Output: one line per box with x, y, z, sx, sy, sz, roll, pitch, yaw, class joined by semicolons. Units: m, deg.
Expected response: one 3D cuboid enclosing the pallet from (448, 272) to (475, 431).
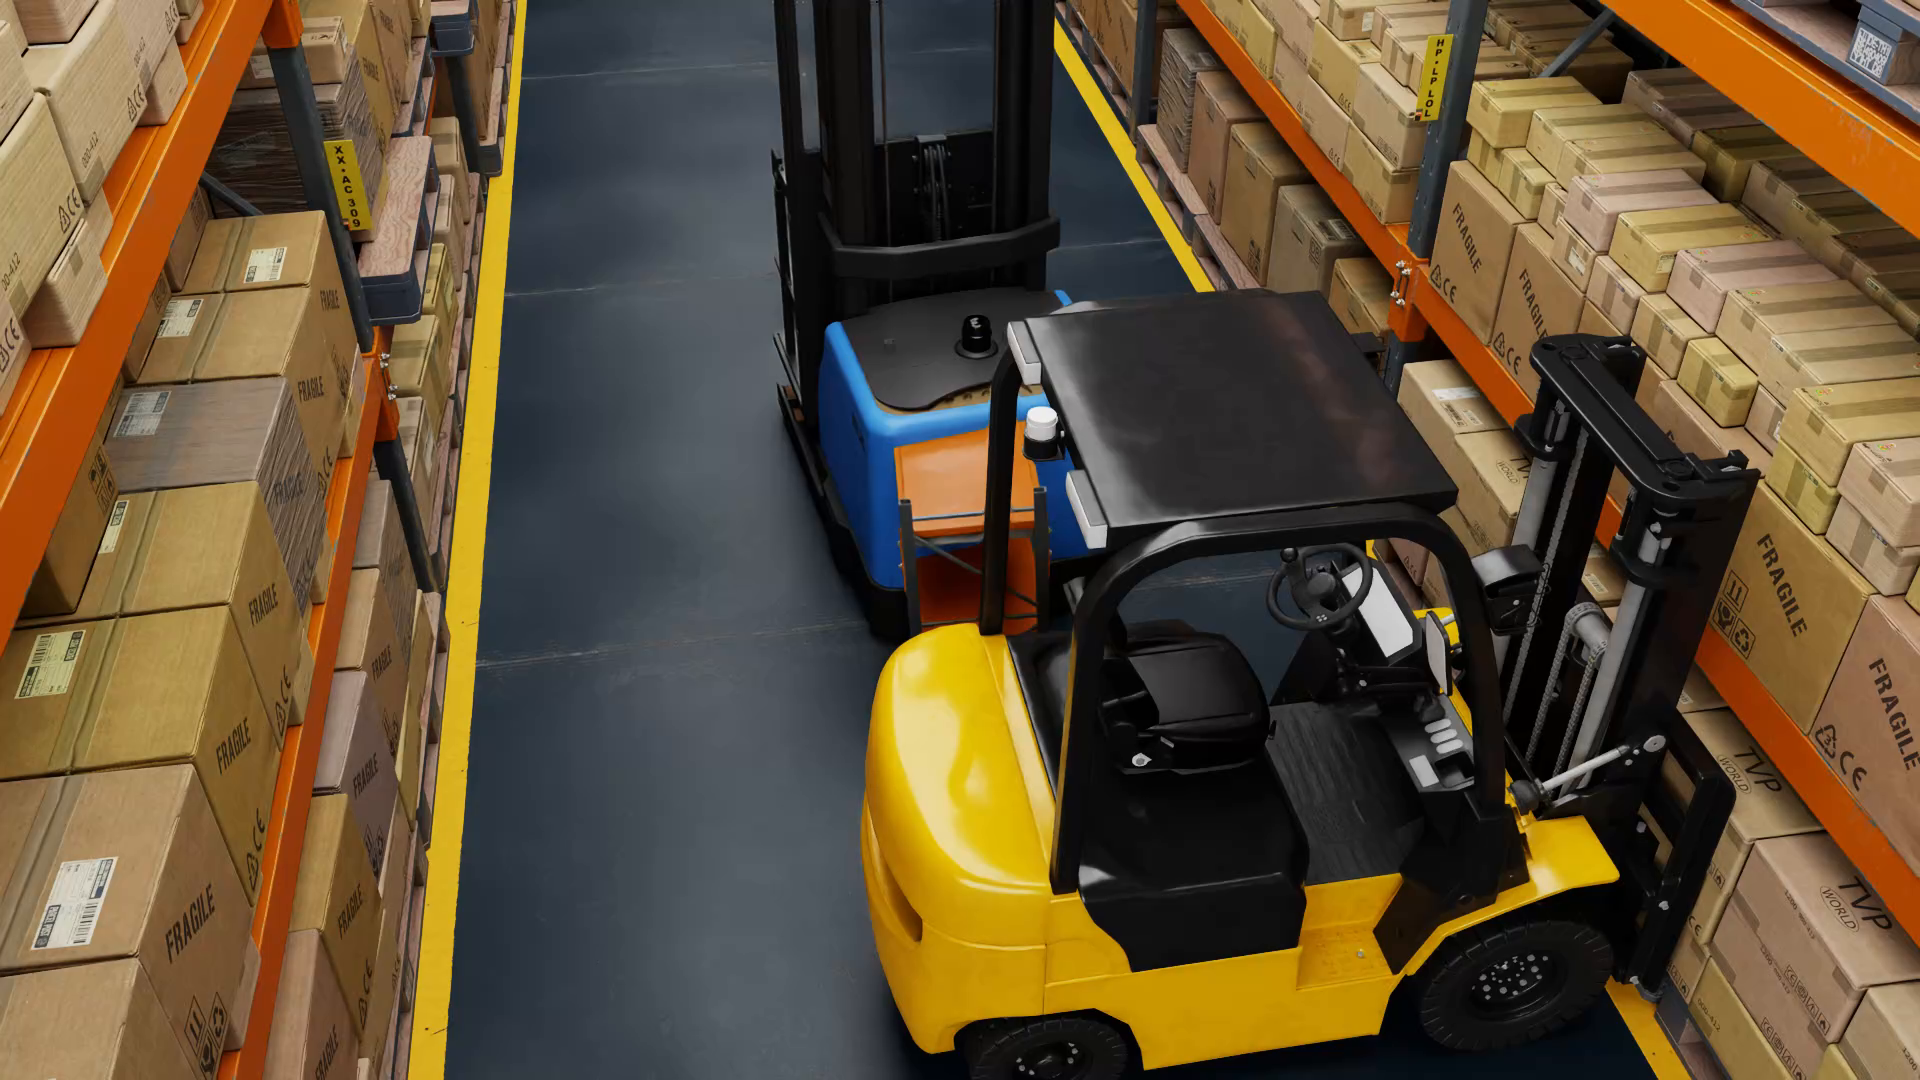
-2.967;-0.904;8.242;1.003;0.211;1.213;-6;38;-8;pallet

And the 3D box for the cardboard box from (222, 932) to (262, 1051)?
-1.791;1.013;3.706;0.380;0.149;0.250;-6;38;-7;cardboard box

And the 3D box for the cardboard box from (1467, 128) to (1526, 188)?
2.071;-1.408;6.007;0.380;0.149;0.250;-7;38;-9;cardboard box

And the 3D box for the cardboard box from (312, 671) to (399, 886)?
-2.063;0.771;5.101;0.500;0.500;0.500;-4;38;-6;cardboard box

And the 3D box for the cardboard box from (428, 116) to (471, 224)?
-3.224;-1.999;9.177;0.950;0.372;0.625;-9;39;-11;cardboard box

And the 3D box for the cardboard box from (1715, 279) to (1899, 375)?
2.403;-0.603;4.729;0.380;0.149;0.250;-6;38;-8;cardboard box

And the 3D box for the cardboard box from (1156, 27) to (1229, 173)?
1.669;-2.599;9.744;0.875;0.625;0.625;-5;38;-7;cardboard box

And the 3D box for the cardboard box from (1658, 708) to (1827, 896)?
2.394;0.752;4.921;0.500;0.250;0.500;-6;38;-7;cardboard box

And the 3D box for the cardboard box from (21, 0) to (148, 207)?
-2.001;-0.882;3.375;0.500;0.250;0.500;-5;38;-7;cardboard box

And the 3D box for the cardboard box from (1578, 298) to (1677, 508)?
2.292;-0.458;5.313;0.500;0.500;0.500;-7;38;-8;cardboard box

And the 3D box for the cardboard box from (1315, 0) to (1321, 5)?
1.781;-2.428;7.320;0.380;0.149;0.250;-7;38;-9;cardboard box

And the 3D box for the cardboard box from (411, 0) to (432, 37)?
-2.719;-2.488;7.870;0.380;0.149;0.250;-6;38;-7;cardboard box

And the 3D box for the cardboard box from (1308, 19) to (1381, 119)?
1.839;-2.050;7.159;0.500;0.250;0.500;-7;38;-9;cardboard box

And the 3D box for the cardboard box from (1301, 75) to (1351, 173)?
1.835;-1.853;7.313;0.500;0.250;0.500;-6;38;-8;cardboard box

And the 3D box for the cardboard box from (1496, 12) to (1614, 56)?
2.428;-2.032;6.810;0.380;0.149;0.250;-7;38;-9;cardboard box

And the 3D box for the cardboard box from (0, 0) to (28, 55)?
-2.008;-0.940;3.125;0.380;0.149;0.250;-5;38;-7;cardboard box

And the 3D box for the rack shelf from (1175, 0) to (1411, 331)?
1.923;-2.257;8.296;1.077;0.370;4.000;-6;38;-8;rack shelf

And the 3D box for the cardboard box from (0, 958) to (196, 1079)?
-1.721;1.146;3.006;0.500;0.500;0.500;-7;38;-9;cardboard box

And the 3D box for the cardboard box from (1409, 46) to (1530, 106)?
1.996;-1.811;6.526;0.380;0.149;0.250;-5;38;-6;cardboard box

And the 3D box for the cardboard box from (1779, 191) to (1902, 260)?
2.822;-0.968;5.198;0.380;0.149;0.250;-7;38;-9;cardboard box

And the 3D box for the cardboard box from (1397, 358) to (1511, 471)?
2.050;-0.482;6.509;0.500;0.250;0.500;-7;38;-9;cardboard box

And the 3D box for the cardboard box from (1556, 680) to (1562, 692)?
2.310;0.629;5.487;0.500;0.250;0.500;-6;38;-8;cardboard box

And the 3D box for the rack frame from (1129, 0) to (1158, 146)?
1.573;-3.749;9.631;1.000;3.000;0.127;-6;38;-8;rack frame

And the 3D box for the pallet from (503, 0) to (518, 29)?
-3.805;-4.070;12.316;1.003;0.211;1.213;-6;38;-8;pallet

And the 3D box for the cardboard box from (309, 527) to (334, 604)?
-2.074;0.077;4.911;0.380;0.149;0.250;-7;38;-9;cardboard box

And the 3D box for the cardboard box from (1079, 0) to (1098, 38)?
1.115;-3.779;11.365;0.500;0.500;0.500;-5;38;-6;cardboard box

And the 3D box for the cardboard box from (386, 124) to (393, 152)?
-2.562;-1.706;6.863;0.380;0.149;0.250;-6;38;-7;cardboard box

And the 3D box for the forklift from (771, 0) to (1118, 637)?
-0.244;-1.680;7.024;1.130;2.935;3.031;-10;39;-13;forklift

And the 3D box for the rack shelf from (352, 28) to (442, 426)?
-2.963;-1.721;7.606;1.077;0.370;4.000;-6;38;-8;rack shelf

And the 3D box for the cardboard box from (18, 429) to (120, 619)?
-2.438;-0.137;3.843;0.700;0.500;0.500;-6;38;-8;cardboard box

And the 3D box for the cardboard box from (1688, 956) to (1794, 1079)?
2.504;1.452;4.835;0.500;0.250;0.500;-6;38;-8;cardboard box

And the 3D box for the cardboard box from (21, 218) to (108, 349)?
-1.880;-0.481;3.185;0.380;0.149;0.250;-6;38;-7;cardboard box

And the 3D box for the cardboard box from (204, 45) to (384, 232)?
-2.412;-1.434;5.984;0.500;0.500;0.500;-5;38;-7;cardboard box

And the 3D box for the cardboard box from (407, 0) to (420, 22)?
-2.769;-2.675;7.582;0.500;0.500;0.500;-9;39;-11;cardboard box

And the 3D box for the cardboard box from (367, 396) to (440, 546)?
-2.706;-0.242;6.915;0.950;0.372;0.625;-6;38;-7;cardboard box

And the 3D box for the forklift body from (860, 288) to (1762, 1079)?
0.847;0.469;4.893;2.313;2.155;1.214;-6;38;-8;forklift body

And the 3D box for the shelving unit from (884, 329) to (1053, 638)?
0.028;-0.028;6.340;0.538;1.125;1.048;-5;39;-2;shelving unit

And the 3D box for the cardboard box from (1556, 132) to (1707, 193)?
2.226;-1.220;5.523;0.380;0.149;0.250;-7;38;-9;cardboard box

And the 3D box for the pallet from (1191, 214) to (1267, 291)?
1.889;-1.411;8.894;1.003;0.211;1.213;-6;38;-8;pallet

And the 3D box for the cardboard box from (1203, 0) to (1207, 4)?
1.493;-3.091;8.906;0.500;0.250;0.500;-7;38;-9;cardboard box

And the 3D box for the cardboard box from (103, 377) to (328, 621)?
-2.097;-0.089;4.596;0.500;0.500;0.500;-5;38;-7;cardboard box

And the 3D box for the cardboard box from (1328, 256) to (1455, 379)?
2.172;-0.875;7.525;0.875;0.625;0.625;-5;38;-6;cardboard box

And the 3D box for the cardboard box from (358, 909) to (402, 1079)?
-1.970;1.385;4.921;0.500;0.250;0.500;-4;38;-5;cardboard box

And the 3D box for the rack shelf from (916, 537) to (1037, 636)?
0.040;0.162;6.494;0.538;0.278;1.000;-5;39;-2;rack shelf

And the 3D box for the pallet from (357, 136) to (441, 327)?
-2.603;-1.198;6.504;1.003;0.211;1.213;-6;38;-8;pallet

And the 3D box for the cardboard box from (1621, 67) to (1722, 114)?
2.628;-1.586;5.994;0.380;0.149;0.250;-6;38;-8;cardboard box

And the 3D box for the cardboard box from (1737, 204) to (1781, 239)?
2.783;-1.002;5.484;0.380;0.149;0.250;-6;38;-8;cardboard box

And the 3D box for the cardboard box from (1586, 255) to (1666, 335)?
2.206;-0.782;5.201;0.380;0.149;0.250;-7;38;-8;cardboard box

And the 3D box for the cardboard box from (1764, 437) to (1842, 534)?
2.390;-0.164;4.406;0.380;0.149;0.250;-6;38;-8;cardboard box
